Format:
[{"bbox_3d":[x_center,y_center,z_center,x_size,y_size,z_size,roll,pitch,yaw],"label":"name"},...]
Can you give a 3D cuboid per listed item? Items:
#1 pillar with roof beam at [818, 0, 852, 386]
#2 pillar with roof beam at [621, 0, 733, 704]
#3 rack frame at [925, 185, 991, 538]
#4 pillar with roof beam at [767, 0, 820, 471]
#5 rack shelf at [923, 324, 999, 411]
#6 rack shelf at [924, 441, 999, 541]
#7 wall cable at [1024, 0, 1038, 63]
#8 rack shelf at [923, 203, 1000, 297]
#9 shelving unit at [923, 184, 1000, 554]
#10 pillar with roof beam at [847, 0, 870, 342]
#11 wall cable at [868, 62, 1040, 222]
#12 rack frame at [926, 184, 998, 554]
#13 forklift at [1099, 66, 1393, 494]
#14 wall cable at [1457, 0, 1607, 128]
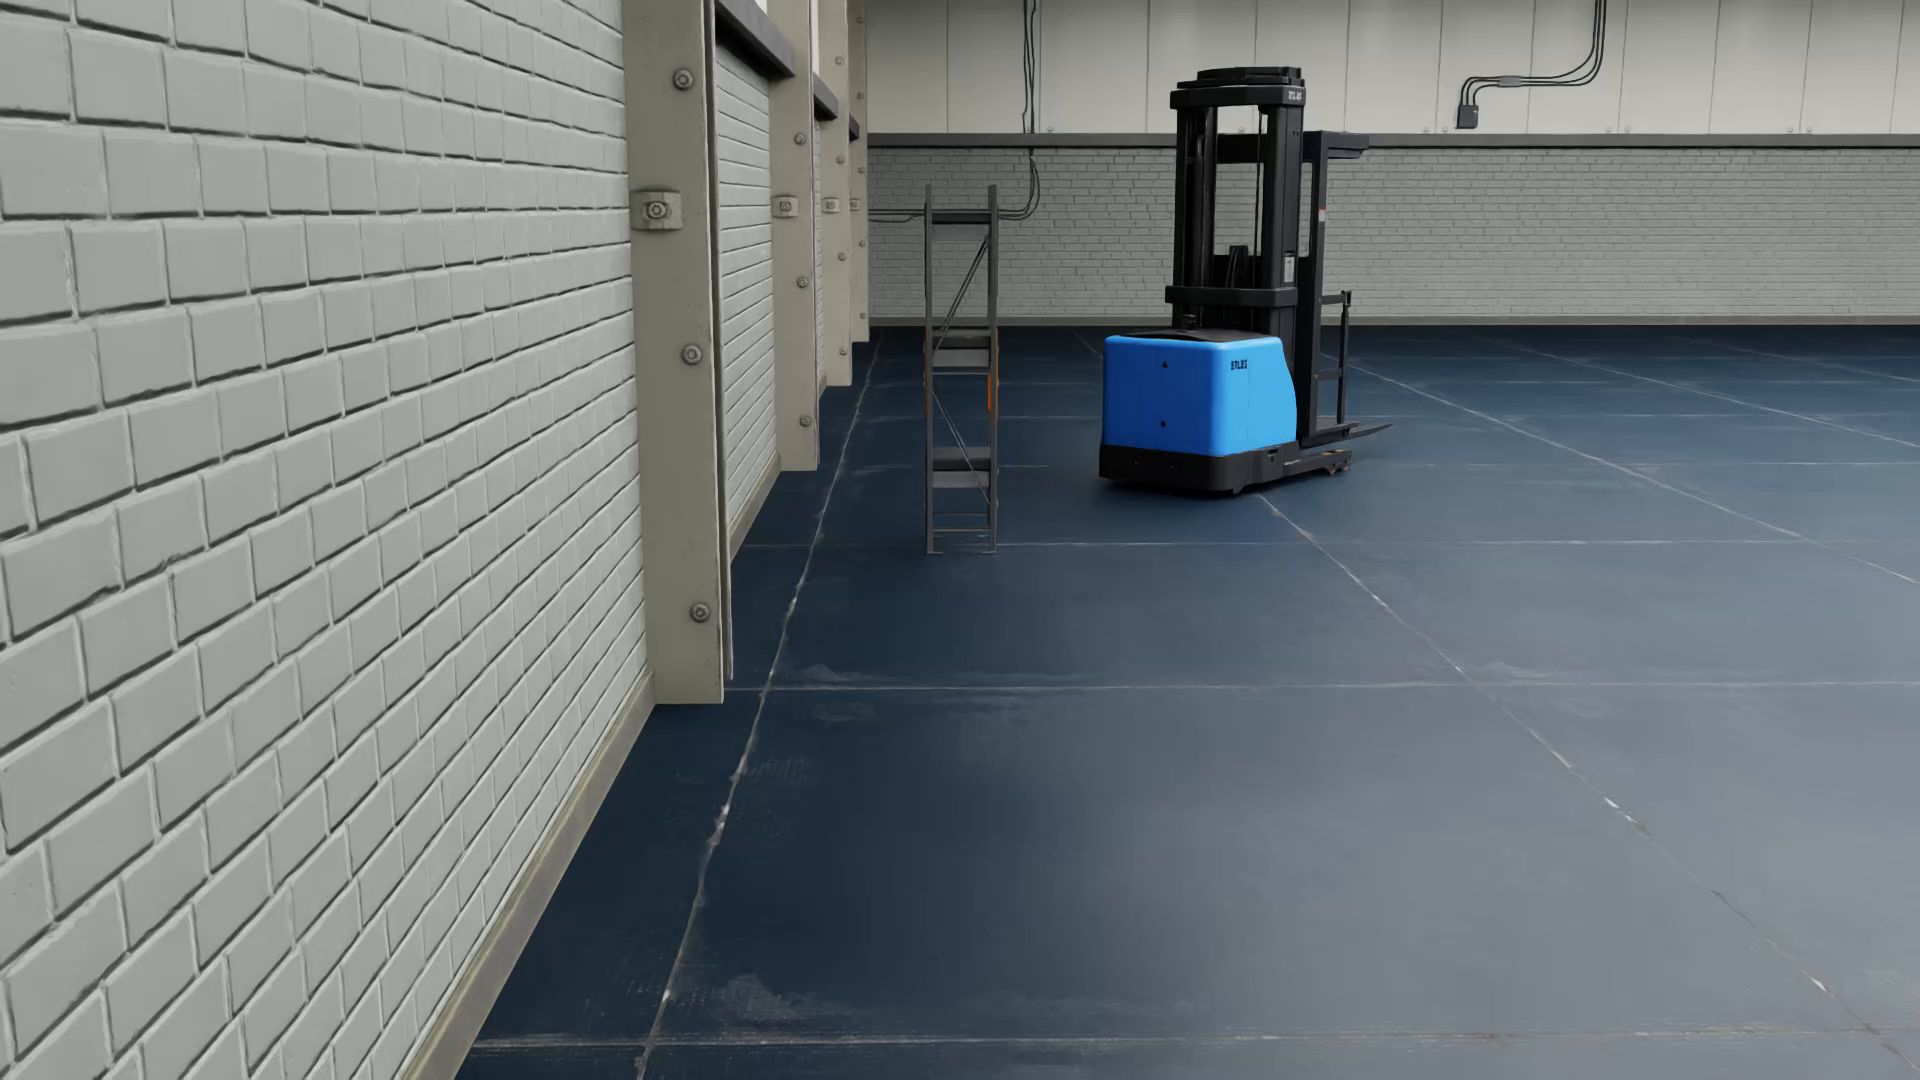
[{"bbox_3d":[2.929,-6.186,17.918,9.100,9.000,0.400,0,11,-1],"label":"pillar with roof beam"},{"bbox_3d":[3.177,-3.801,6.160,9.100,9.000,0.400,0,11,-1],"label":"pillar with roof beam"},{"bbox_3d":[-0.002,-1.045,9.927,0.400,2.100,0.015,0,11,-1],"label":"rack frame"},{"bbox_3d":[3.053,-4.993,12.039,9.100,9.000,0.400,0,11,-1],"label":"pillar with roof beam"},{"bbox_3d":[0.003,-0.983,9.691,0.431,0.518,0.480,0,11,-1],"label":"rack shelf"},{"bbox_3d":[0.003,-0.297,9.830,0.431,0.518,0.480,0,11,-1],"label":"rack shelf"},{"bbox_3d":[2.467,-8.916,26.484,3.097,2.526,0.112,0,11,-1],"label":"wall cable"},{"bbox_3d":[0.003,-1.669,9.552,0.431,0.518,0.480,0,11,-1],"label":"rack shelf"},{"bbox_3d":[0.003,-0.996,9.688,0.431,2.100,0.503,0,11,-1],"label":"shelving unit"},{"bbox_3d":[2.805,-7.379,23.797,9.100,9.000,0.400,0,11,-1],"label":"pillar with roof beam"},{"bbox_3d":[-0.238,-6.430,26.931,3.097,2.526,0.112,0,11,-1],"label":"wall cable"},{"bbox_3d":[0.008,-0.948,9.449,0.400,2.100,0.015,0,11,-1],"label":"rack frame"},{"bbox_3d":[2.334,-1.989,12.493,1.130,2.935,3.031,9,15,39],"label":"forklift"},{"bbox_3d":[9.254,-9.655,26.461,2.305,6.003,0.169,0,11,-1],"label":"wall cable"}]
